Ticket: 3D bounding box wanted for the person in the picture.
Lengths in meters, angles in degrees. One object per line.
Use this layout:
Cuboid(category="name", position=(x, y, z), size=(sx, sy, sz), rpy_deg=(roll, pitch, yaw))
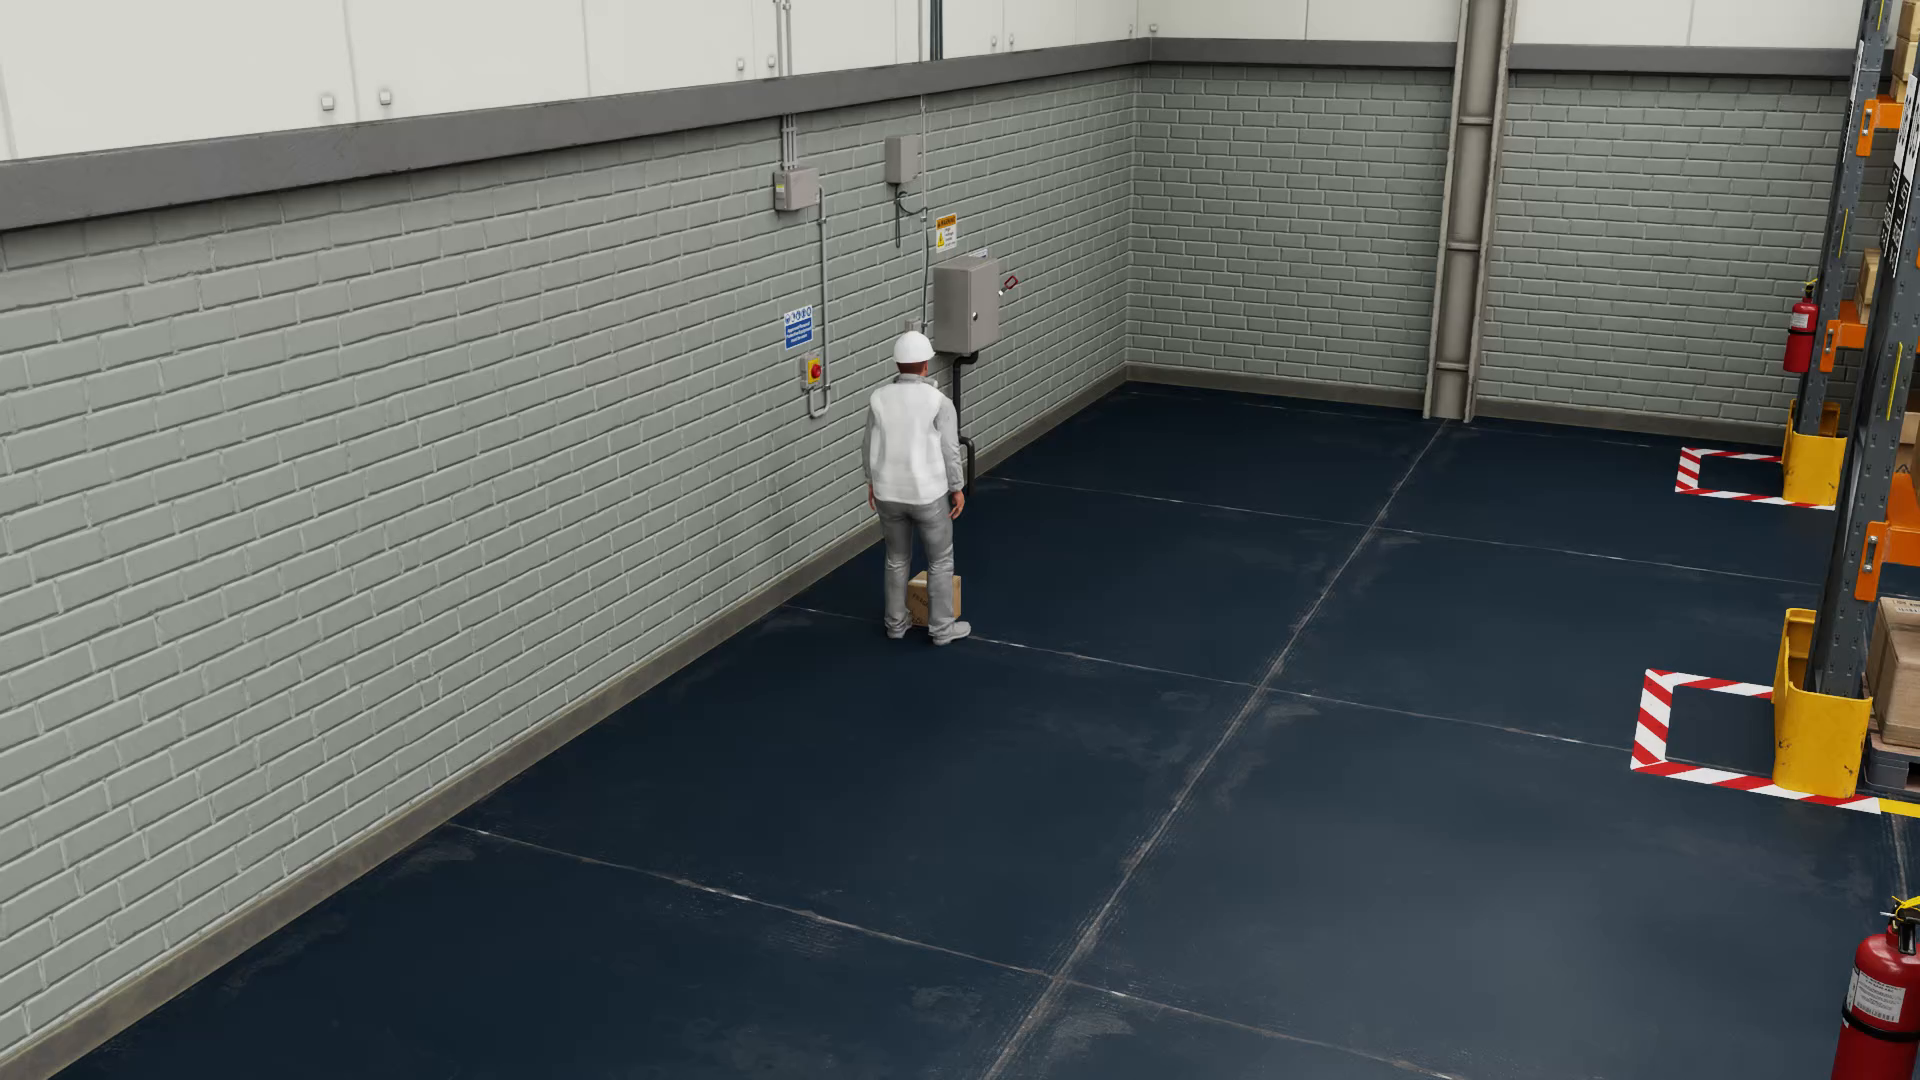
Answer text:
Cuboid(category="person", position=(-0.256, -0.287, 9.361), size=(0.594, 1.771, 0.464), rpy_deg=(7, 20, 20))
